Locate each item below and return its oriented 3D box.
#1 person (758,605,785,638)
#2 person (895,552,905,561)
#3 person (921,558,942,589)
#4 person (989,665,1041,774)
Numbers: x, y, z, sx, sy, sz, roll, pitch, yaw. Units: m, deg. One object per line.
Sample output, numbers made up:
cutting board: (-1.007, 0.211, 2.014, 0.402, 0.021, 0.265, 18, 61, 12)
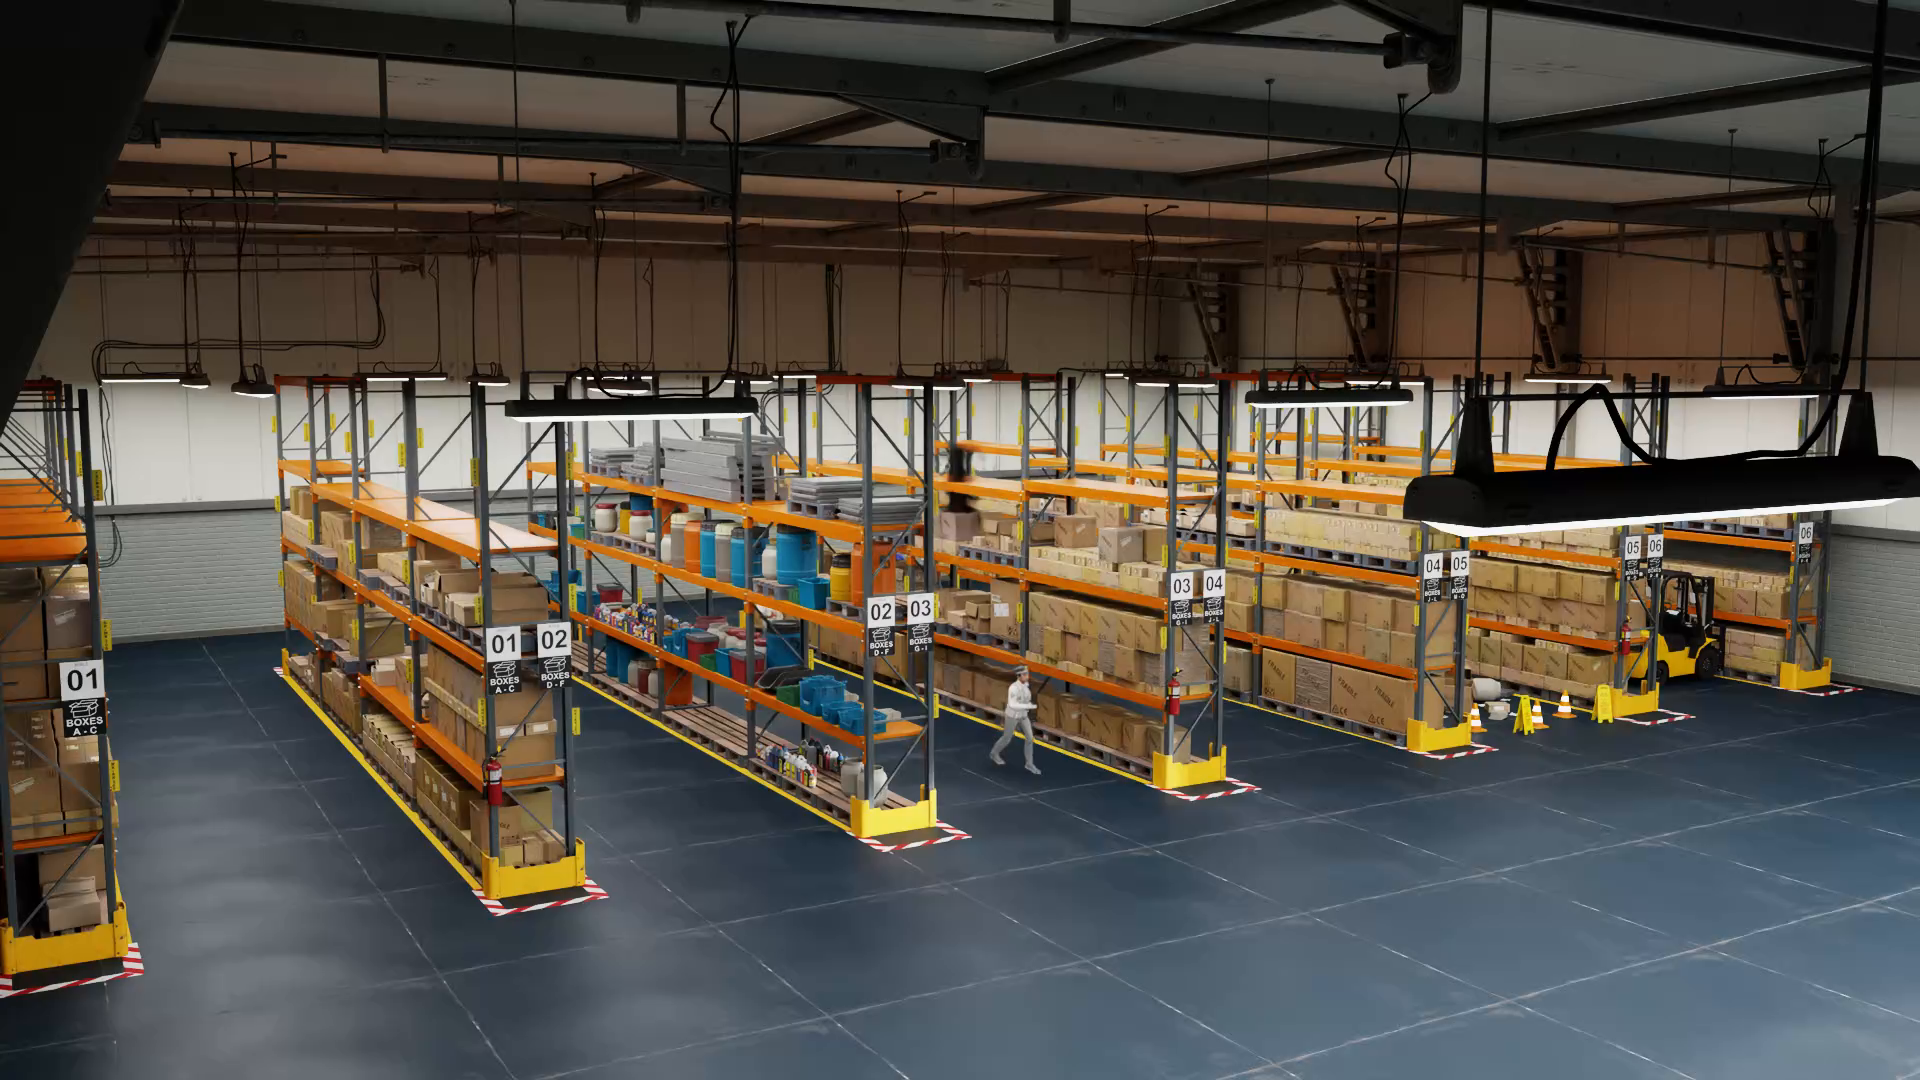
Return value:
person: (-3.786, 1.777, 33.627, 0.666, 1.823, 0.852, -3, 7, -24)
person: (-1.634, 0.948, 41.912, 0.591, 1.615, 0.567, 0, 6, -2)
person: (-0.717, 0.708, 43.220, 0.668, 1.840, 0.810, 2, 7, 17)
person: (0.837, 2.718, 25.492, 0.950, 1.677, 0.611, 5, 8, 41)
